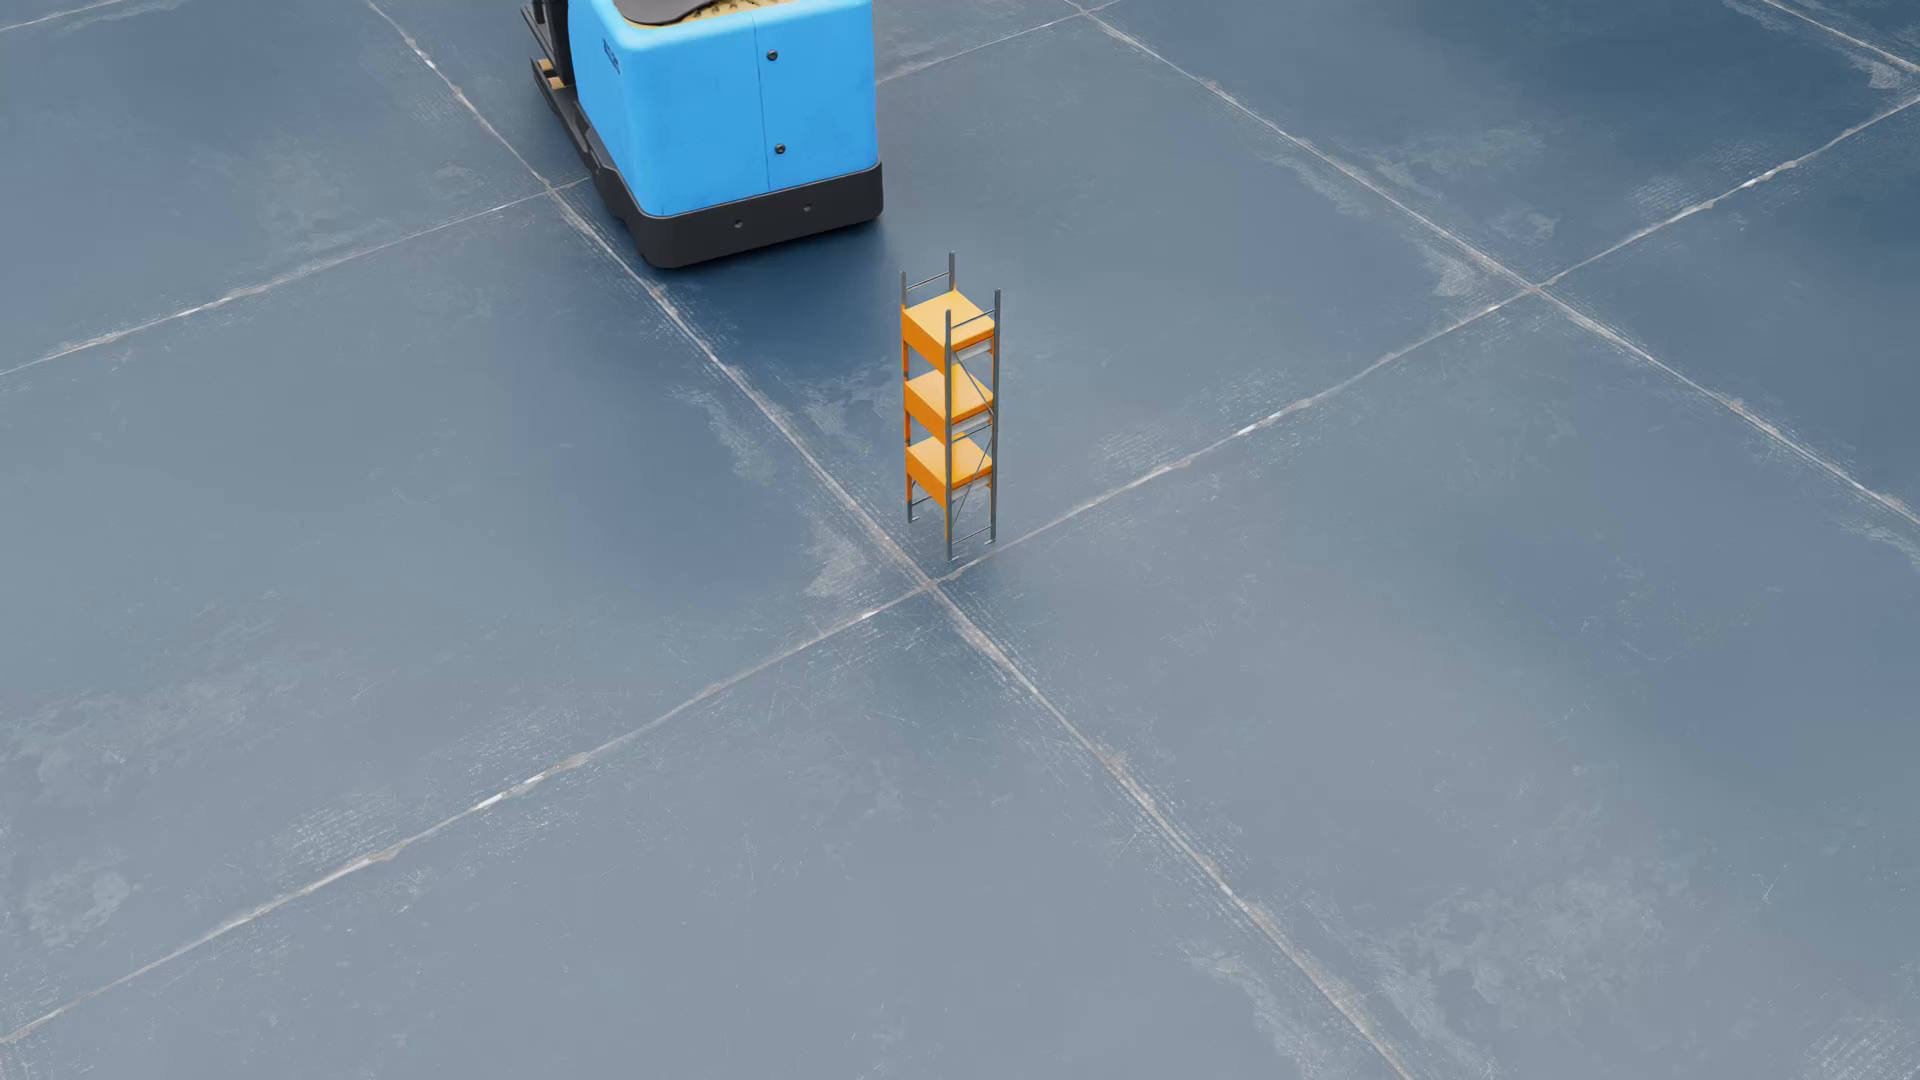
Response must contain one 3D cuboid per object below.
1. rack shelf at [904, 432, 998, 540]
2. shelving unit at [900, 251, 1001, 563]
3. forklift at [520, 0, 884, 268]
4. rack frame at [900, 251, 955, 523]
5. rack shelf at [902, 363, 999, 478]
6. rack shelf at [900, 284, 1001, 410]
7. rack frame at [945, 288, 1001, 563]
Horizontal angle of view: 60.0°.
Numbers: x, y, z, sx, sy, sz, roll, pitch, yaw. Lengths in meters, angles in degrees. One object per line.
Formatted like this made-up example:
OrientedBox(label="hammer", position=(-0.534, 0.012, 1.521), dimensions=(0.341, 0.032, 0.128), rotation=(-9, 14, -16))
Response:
OrientedBox(label="rack shelf", position=(-0.031, -0.201, 5.618), dimensions=(0.215, 0.259, 0.240), rotation=(-26, 49, -24))
OrientedBox(label="shelving unit", position=(-0.031, -0.410, 5.419), dimensions=(0.215, 1.050, 0.252), rotation=(-26, 49, -24))
OrientedBox(label="forklift", position=(-1.400, -3.197, 6.977), dimensions=(1.130, 2.935, 3.031), rotation=(-18, 46, -17))
OrientedBox(label="rack frame", position=(-0.100, -0.479, 5.492), dimensions=(0.200, 1.050, 0.008), rotation=(-26, 49, -24))
OrientedBox(label="rack shelf", position=(-0.031, -0.402, 5.427), dimensions=(0.215, 0.259, 0.240), rotation=(-26, 49, -24))
OrientedBox(label="rack shelf", position=(-0.031, -0.608, 5.231), dimensions=(0.215, 0.259, 0.240), rotation=(-26, 49, -24))
OrientedBox(label="rack frame", position=(0.039, -0.341, 5.347), dimensions=(0.200, 1.050, 0.008), rotation=(-26, 49, -24))
